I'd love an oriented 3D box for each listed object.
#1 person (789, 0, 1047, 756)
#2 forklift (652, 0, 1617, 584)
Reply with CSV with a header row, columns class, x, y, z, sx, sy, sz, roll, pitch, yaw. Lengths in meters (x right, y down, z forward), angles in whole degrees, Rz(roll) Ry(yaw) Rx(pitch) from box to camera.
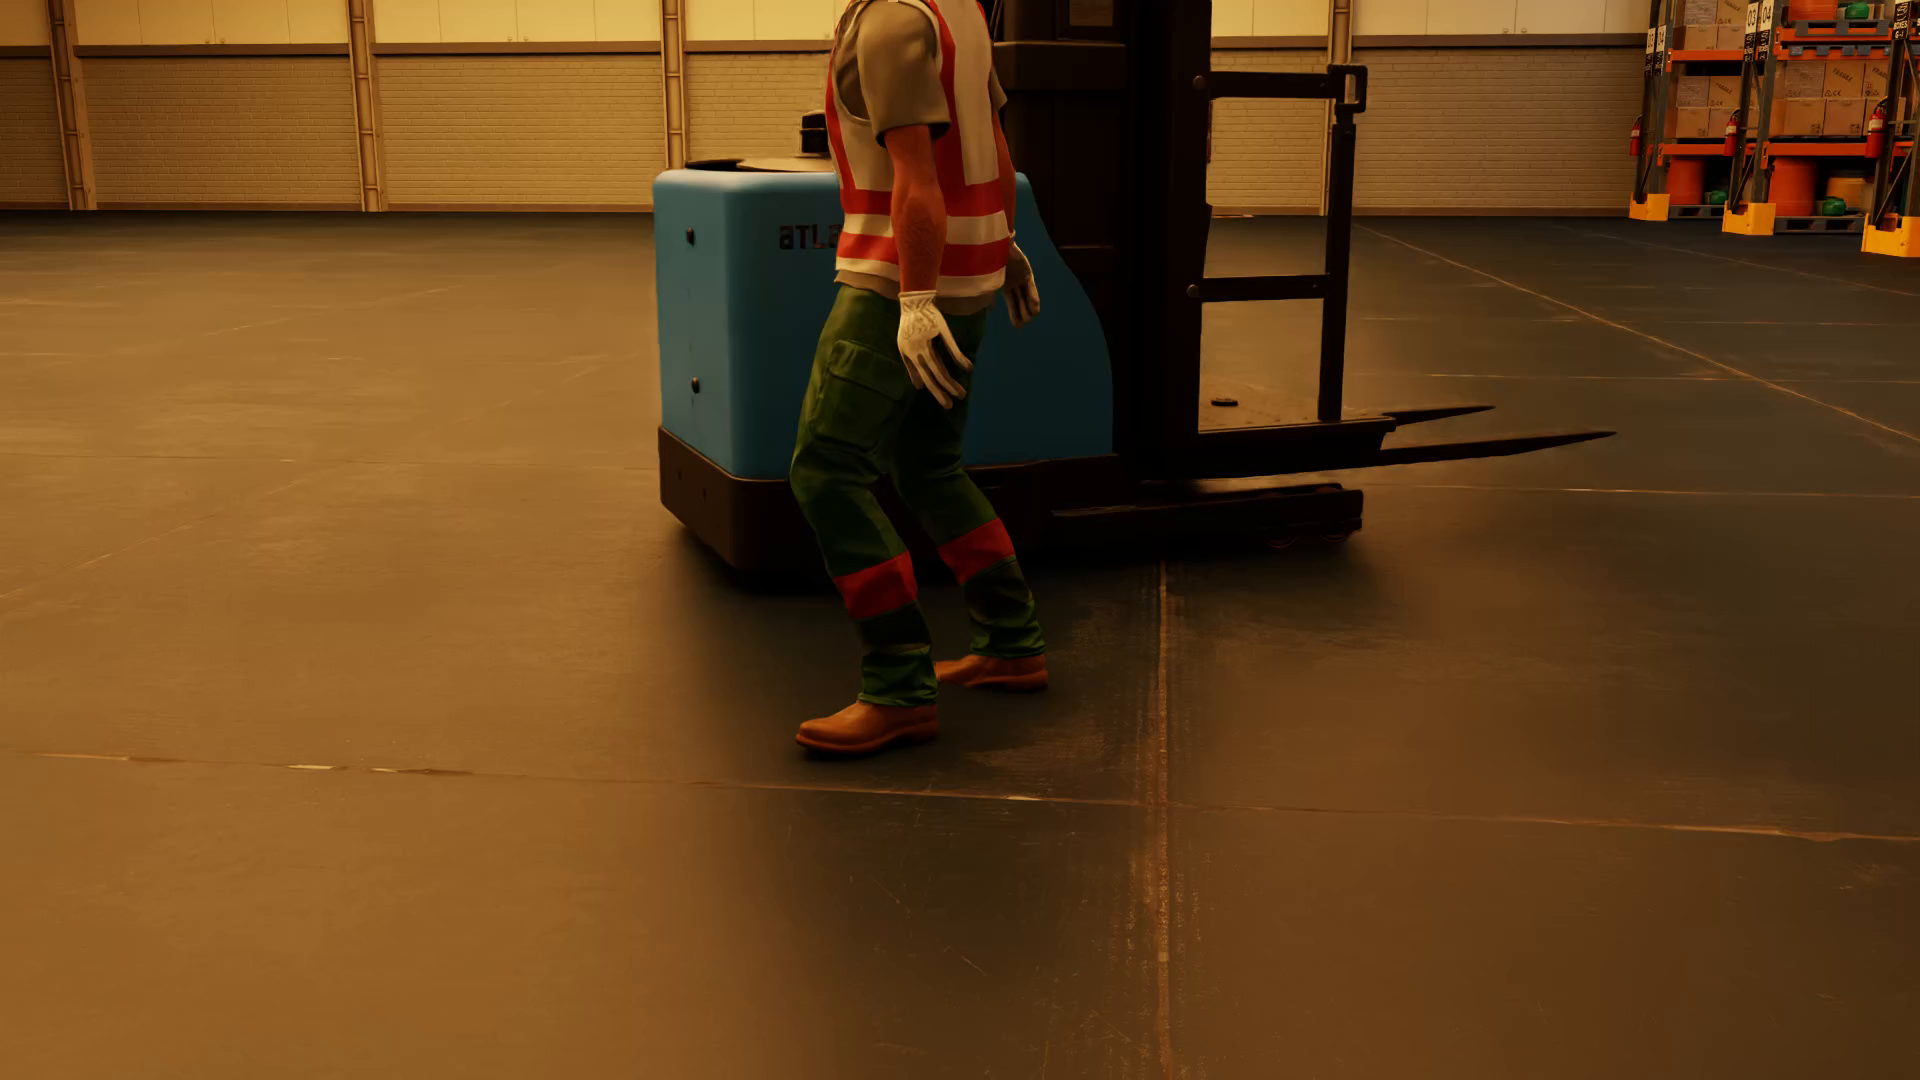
class,x,y,z,sx,sy,sz,roll,pitch,yaw
person,-0.073,-0.498,3.342,0.465,1.750,0.868,4,14,17
forklift,0.647,-1.507,4.955,3.031,2.935,1.130,-5,14,-22
